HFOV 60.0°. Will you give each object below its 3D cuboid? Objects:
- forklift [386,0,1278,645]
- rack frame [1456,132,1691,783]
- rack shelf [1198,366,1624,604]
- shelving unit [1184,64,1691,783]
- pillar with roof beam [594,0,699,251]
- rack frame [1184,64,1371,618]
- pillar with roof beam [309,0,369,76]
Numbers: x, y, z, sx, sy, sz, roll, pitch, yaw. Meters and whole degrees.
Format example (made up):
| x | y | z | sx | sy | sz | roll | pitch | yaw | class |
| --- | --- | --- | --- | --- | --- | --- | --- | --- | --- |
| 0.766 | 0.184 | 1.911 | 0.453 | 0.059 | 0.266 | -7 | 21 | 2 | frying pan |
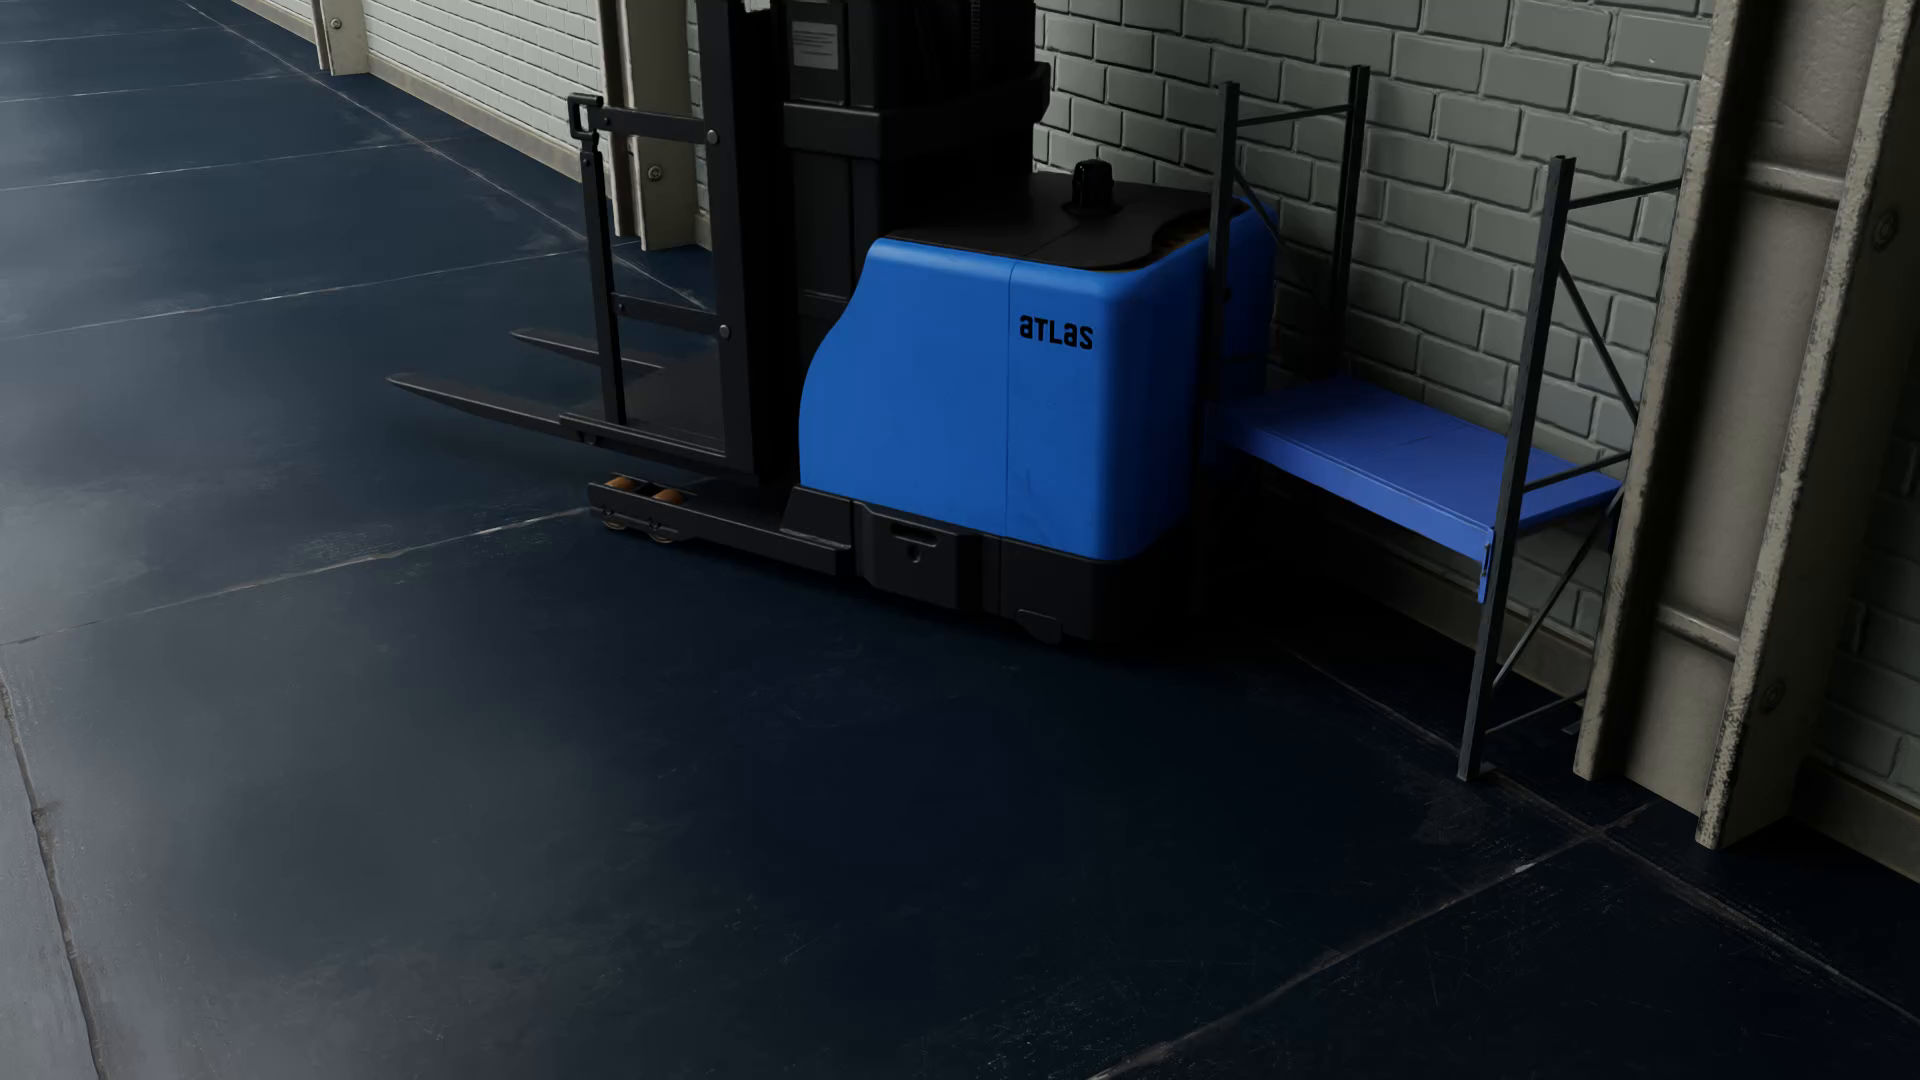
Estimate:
| x | y | z | sx | sy | sz | roll | pitch | yaw | class |
| --- | --- | --- | --- | --- | --- | --- | --- | --- | --- |
| -0.590 | -1.490 | 4.974 | 3.031 | 2.935 | 1.130 | 14 | 29 | 28 | forklift |
| 1.421 | -0.155 | 3.822 | 0.500 | 1.500 | 0.032 | -16 | 29 | -30 | rack frame |
| 1.143 | -0.174 | 4.284 | 0.538 | 0.185 | 1.000 | -16 | 29 | -30 | rack shelf |
| 1.143 | -0.337 | 4.207 | 0.538 | 1.500 | 1.048 | -16 | 29 | -30 | shelving unit |
| -5.155 | -4.614 | 4.483 | 9.100 | 9.000 | 0.400 | -16 | 29 | -30 | pillar with roof beam |
| 0.866 | -0.519 | 4.592 | 0.500 | 1.500 | 0.032 | -16 | 29 | -30 | rack frame |
| -8.430 | -6.760 | 9.029 | 9.100 | 9.000 | 0.400 | -16 | 29 | -30 | pillar with roof beam |
